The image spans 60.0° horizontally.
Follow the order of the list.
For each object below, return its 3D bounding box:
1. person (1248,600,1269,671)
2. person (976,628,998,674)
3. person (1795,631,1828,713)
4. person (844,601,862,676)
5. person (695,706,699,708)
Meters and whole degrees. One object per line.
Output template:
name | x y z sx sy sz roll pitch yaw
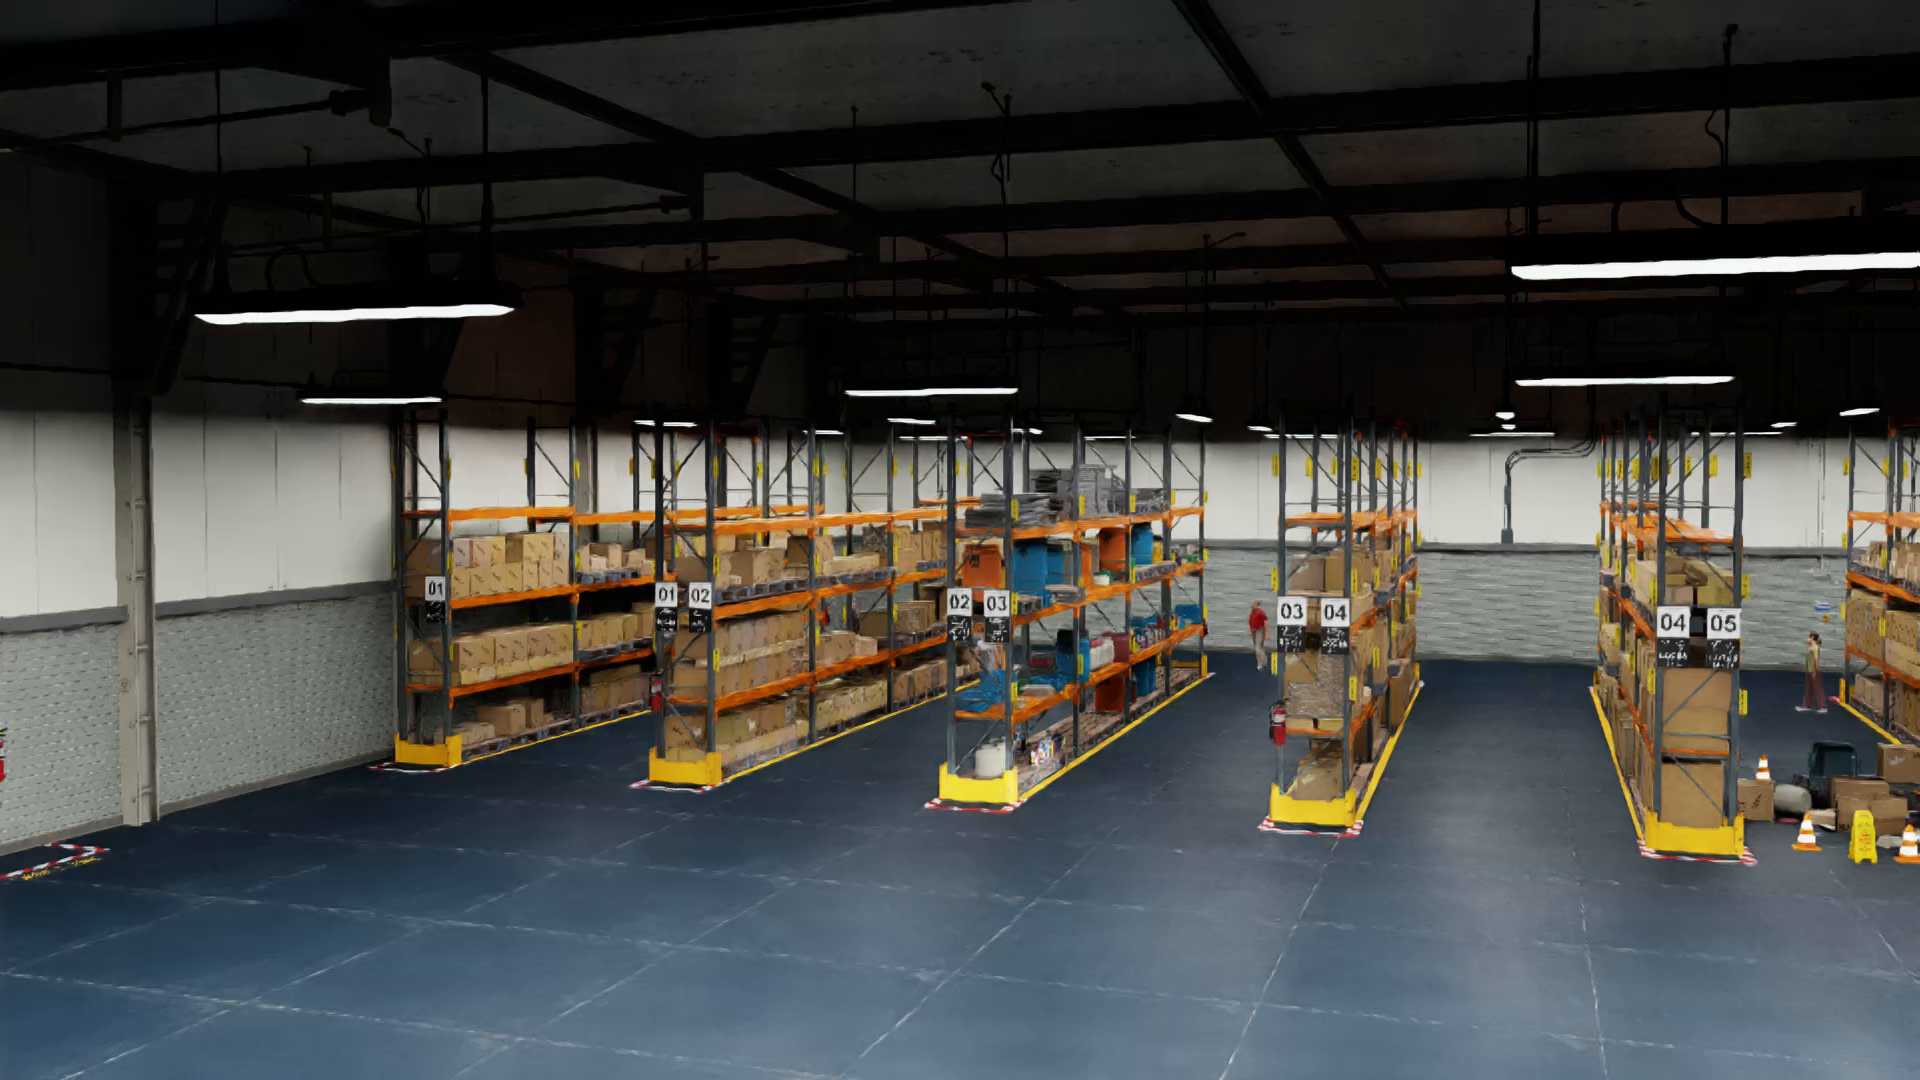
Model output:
person | 7.511 2.370 41.625 0.471 1.754 0.657 -1 3 -17
person | 0.556 2.654 35.680 0.449 1.585 1.097 1 3 17
person | 17.513 2.699 34.163 0.579 1.668 0.646 1 3 21
person | -2.574 2.370 40.161 0.444 1.783 0.678 0 2 2
person | -5.266 2.742 33.101 0.537 1.665 1.028 0 2 10
